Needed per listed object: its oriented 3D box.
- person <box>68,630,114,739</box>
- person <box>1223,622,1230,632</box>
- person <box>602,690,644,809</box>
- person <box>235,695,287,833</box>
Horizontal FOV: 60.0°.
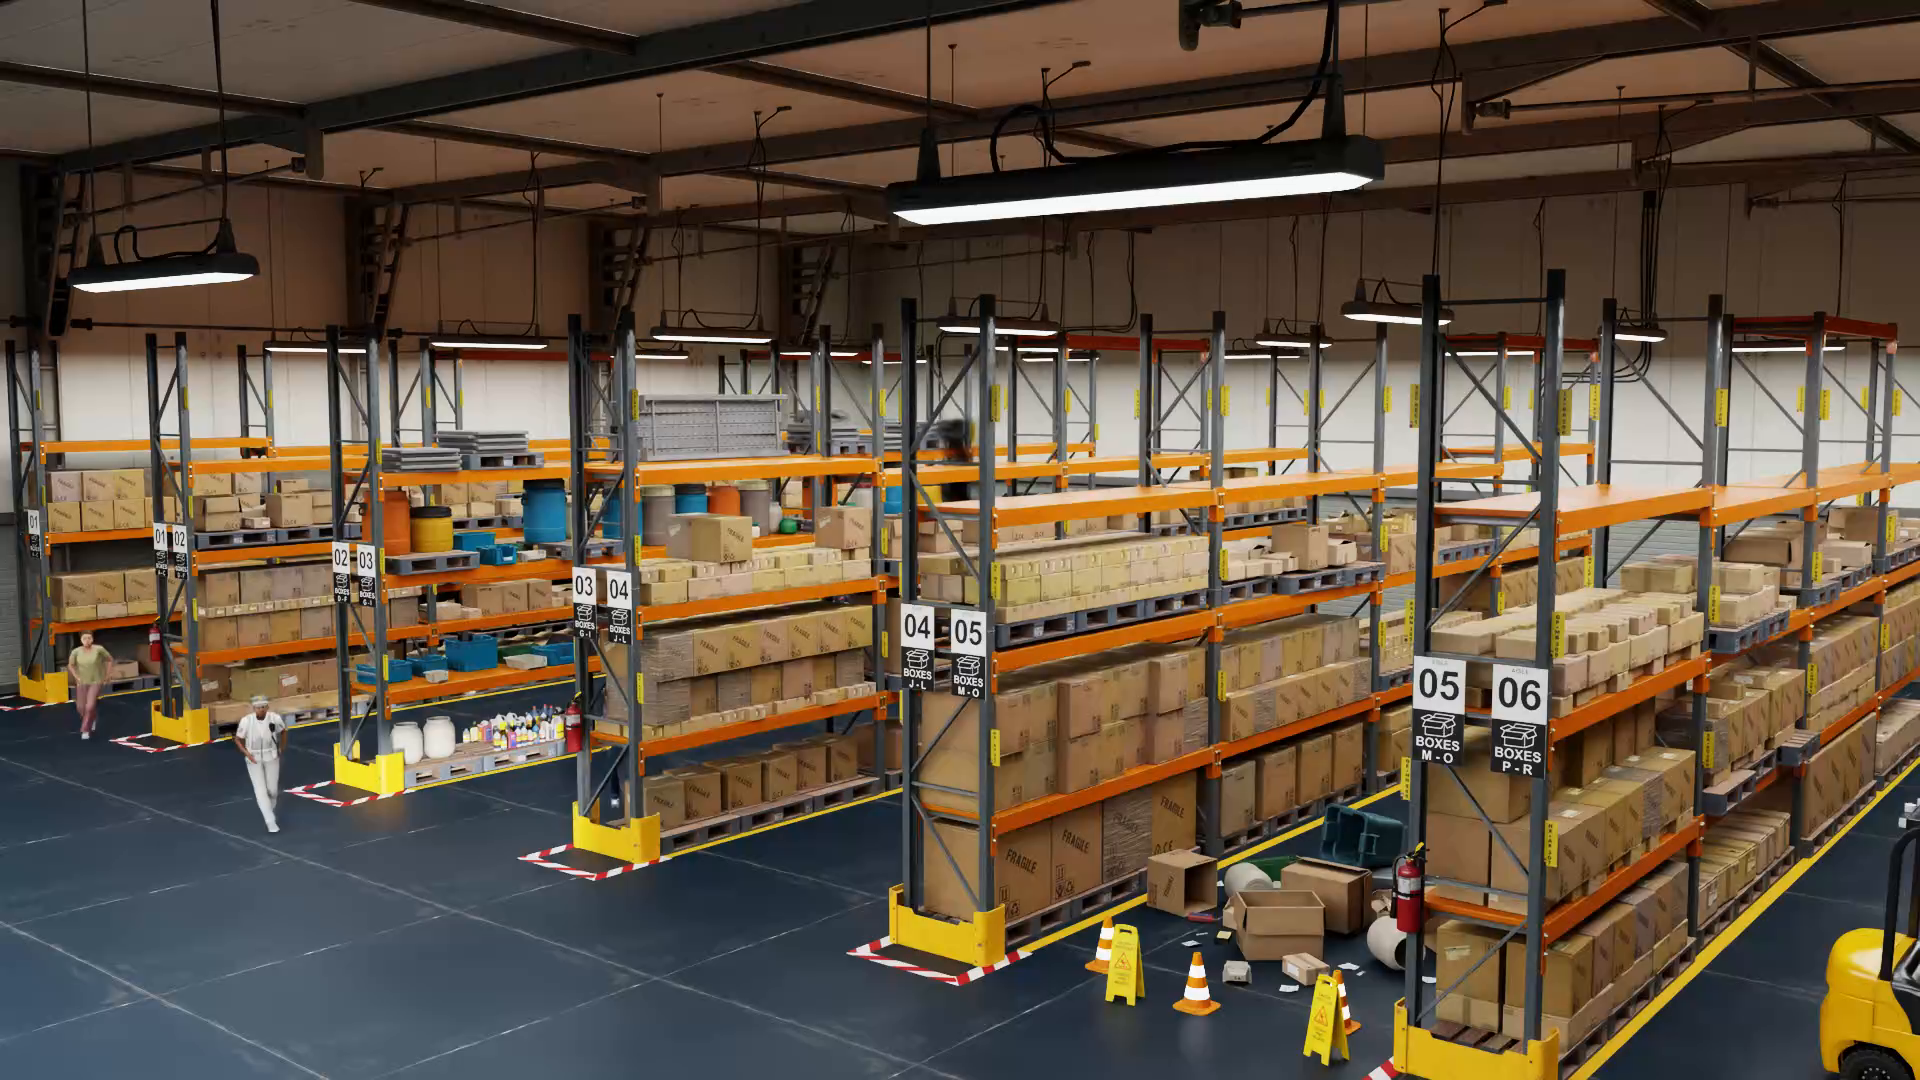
[{"bbox_3d":[-12.974,2.132,24.886,0.602,1.636,0.605,-1,5,-10],"label":"person"},{"bbox_3d":[3.995,1.994,25.564,0.646,1.743,0.602,4,6,35],"label":"person"},{"bbox_3d":[-4.187,2.576,20.634,0.560,1.552,0.757,0,5,0],"label":"person"},{"bbox_3d":[-8.250,2.591,19.658,0.561,1.640,0.755,-2,5,-21],"label":"person"}]
